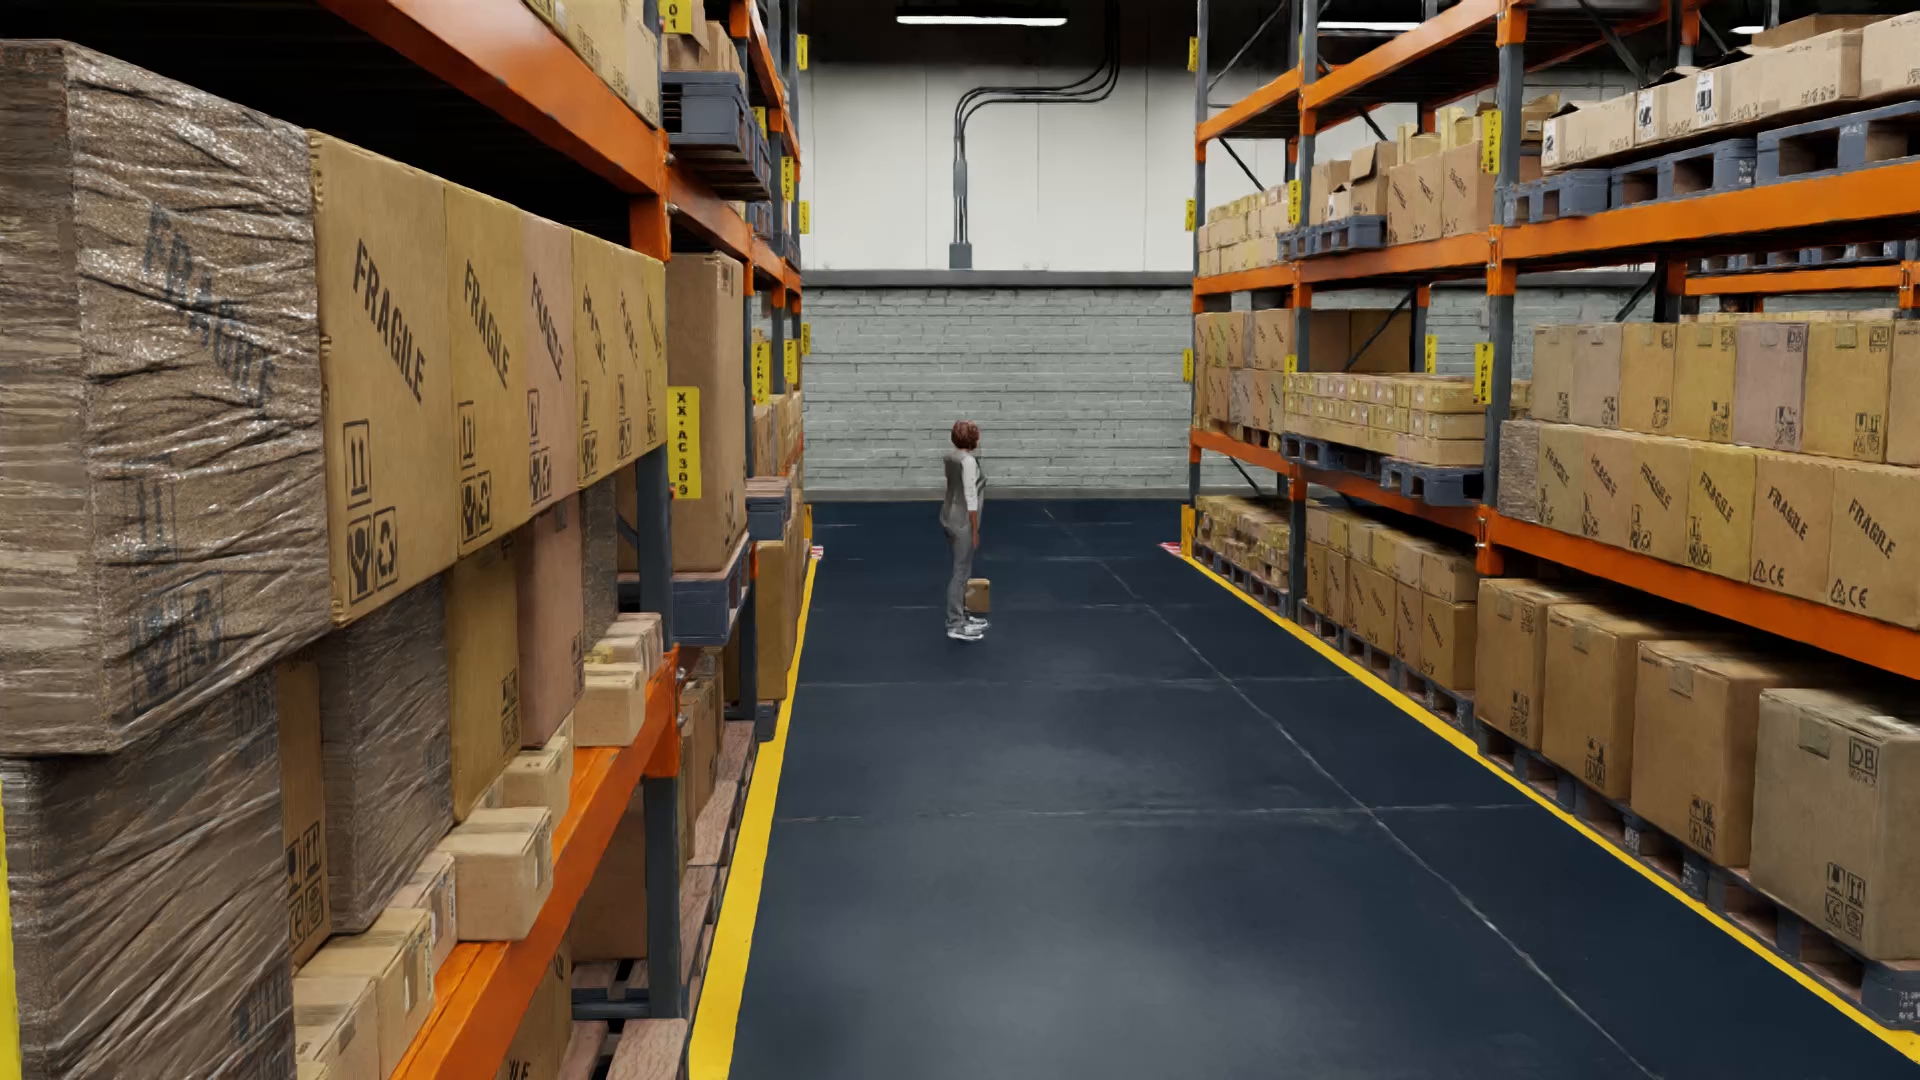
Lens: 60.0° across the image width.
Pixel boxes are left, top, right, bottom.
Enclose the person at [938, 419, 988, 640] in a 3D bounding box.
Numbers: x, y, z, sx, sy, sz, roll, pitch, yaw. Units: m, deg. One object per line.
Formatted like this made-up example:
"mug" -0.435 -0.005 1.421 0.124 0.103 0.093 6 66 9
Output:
"person" 0.059 -0.089 12.307 0.422 1.603 0.486 -3 8 -20
